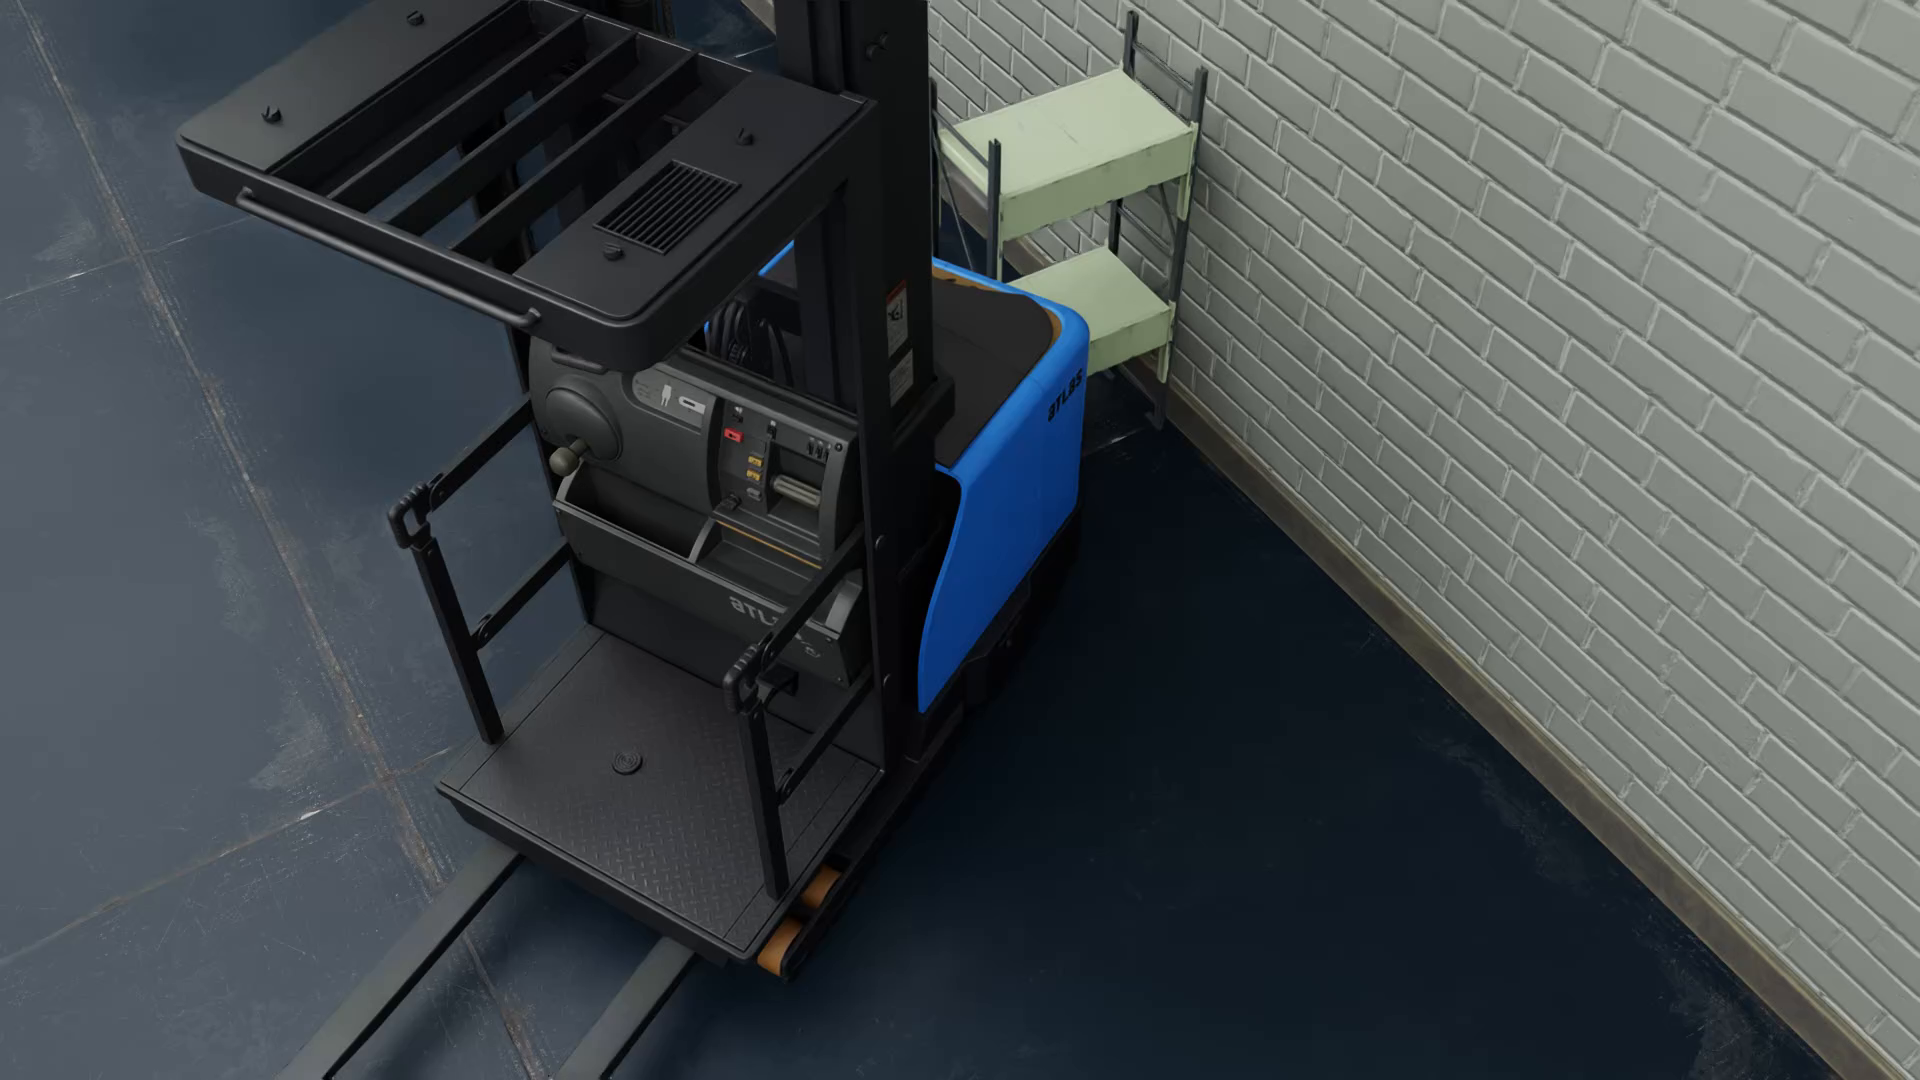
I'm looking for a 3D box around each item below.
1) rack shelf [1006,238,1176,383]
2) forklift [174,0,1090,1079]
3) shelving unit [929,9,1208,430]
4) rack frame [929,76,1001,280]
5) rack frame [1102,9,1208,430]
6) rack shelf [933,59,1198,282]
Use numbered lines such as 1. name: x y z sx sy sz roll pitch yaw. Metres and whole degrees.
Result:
1. rack shelf: 0.321 -0.680 5.788 0.720 0.370 0.431 -24 53 -20
2. forklift: -0.778 -0.157 3.927 1.130 2.935 3.031 24 52 20
3. shelving unit: 0.321 -0.897 5.545 0.755 1.500 0.431 -24 53 -20
4. rack frame: 0.007 -0.757 5.420 0.023 1.500 0.400 -24 53 -20
5. rack frame: 0.636 -1.037 5.669 0.023 1.500 0.400 -24 53 -20
6. rack shelf: 0.321 -1.157 5.253 0.720 0.370 0.431 -24 53 -20
